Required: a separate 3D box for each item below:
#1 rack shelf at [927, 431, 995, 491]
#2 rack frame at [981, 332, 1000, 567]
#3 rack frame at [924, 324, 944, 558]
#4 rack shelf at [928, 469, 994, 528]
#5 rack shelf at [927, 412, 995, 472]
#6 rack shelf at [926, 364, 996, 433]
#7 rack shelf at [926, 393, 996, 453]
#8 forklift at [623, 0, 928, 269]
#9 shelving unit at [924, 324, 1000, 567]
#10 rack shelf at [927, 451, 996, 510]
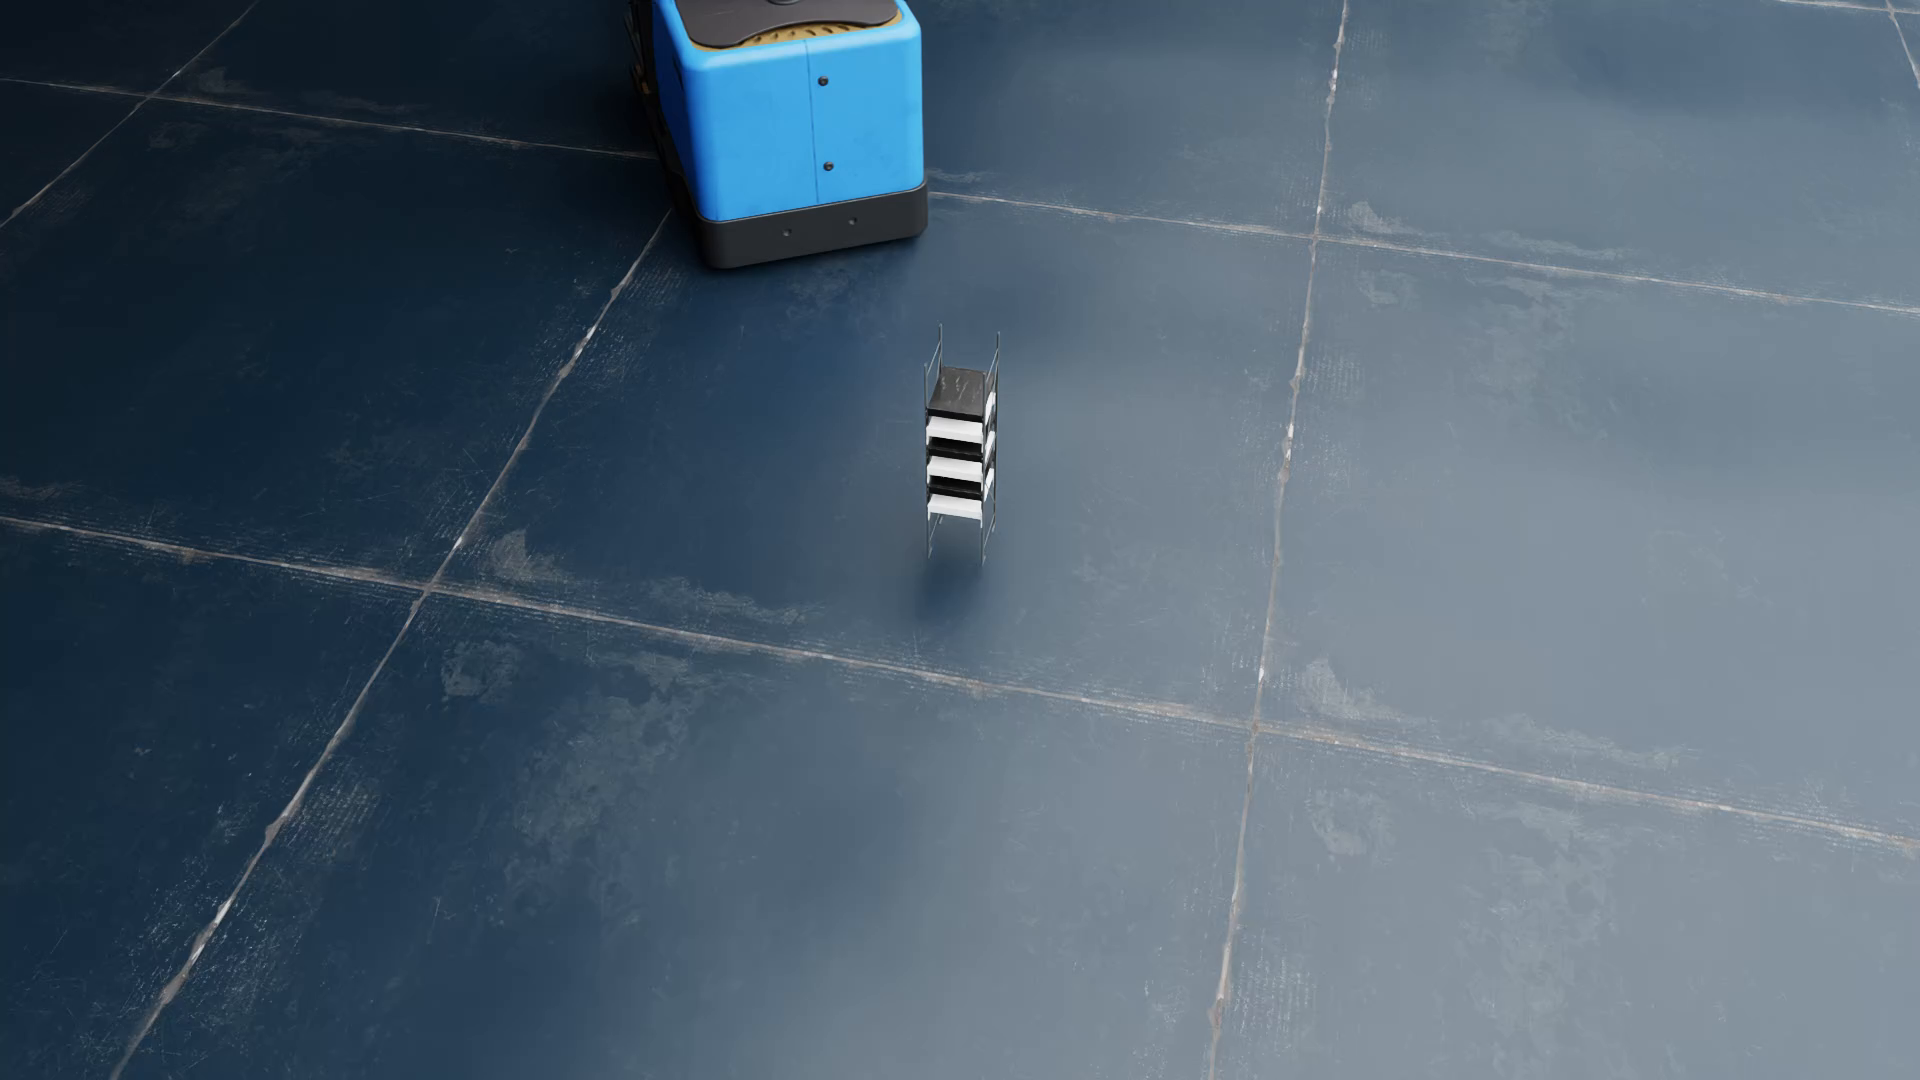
[{"bbox_3d":[0.008,-0.299,5.960,0.200,0.077,0.258,9,45,9],"label":"rack shelf"},{"bbox_3d":[0.107,-0.308,5.921,0.006,0.900,0.240,9,45,9],"label":"rack frame"},{"bbox_3d":[-0.091,-0.338,5.953,0.006,0.900,0.240,9,45,9],"label":"rack frame"},{"bbox_3d":[0.008,-0.169,6.085,0.200,0.077,0.258,9,45,9],"label":"rack shelf"},{"bbox_3d":[0.008,-0.364,5.897,0.200,0.077,0.258,9,45,9],"label":"rack shelf"},{"bbox_3d":[0.008,-0.493,5.773,0.200,0.077,0.258,9,45,9],"label":"rack shelf"},{"bbox_3d":[0.008,-0.429,5.835,0.200,0.077,0.258,9,45,9],"label":"rack shelf"},{"bbox_3d":[-1.076,-3.303,7.568,1.130,2.935,3.031,-12,45,-12],"label":"forklift"},{"bbox_3d":[0.008,-0.323,5.937,0.210,0.900,0.258,9,45,9],"label":"shelving unit"},{"bbox_3d":[0.008,-0.234,6.022,0.200,0.077,0.258,9,45,9],"label":"rack shelf"}]
